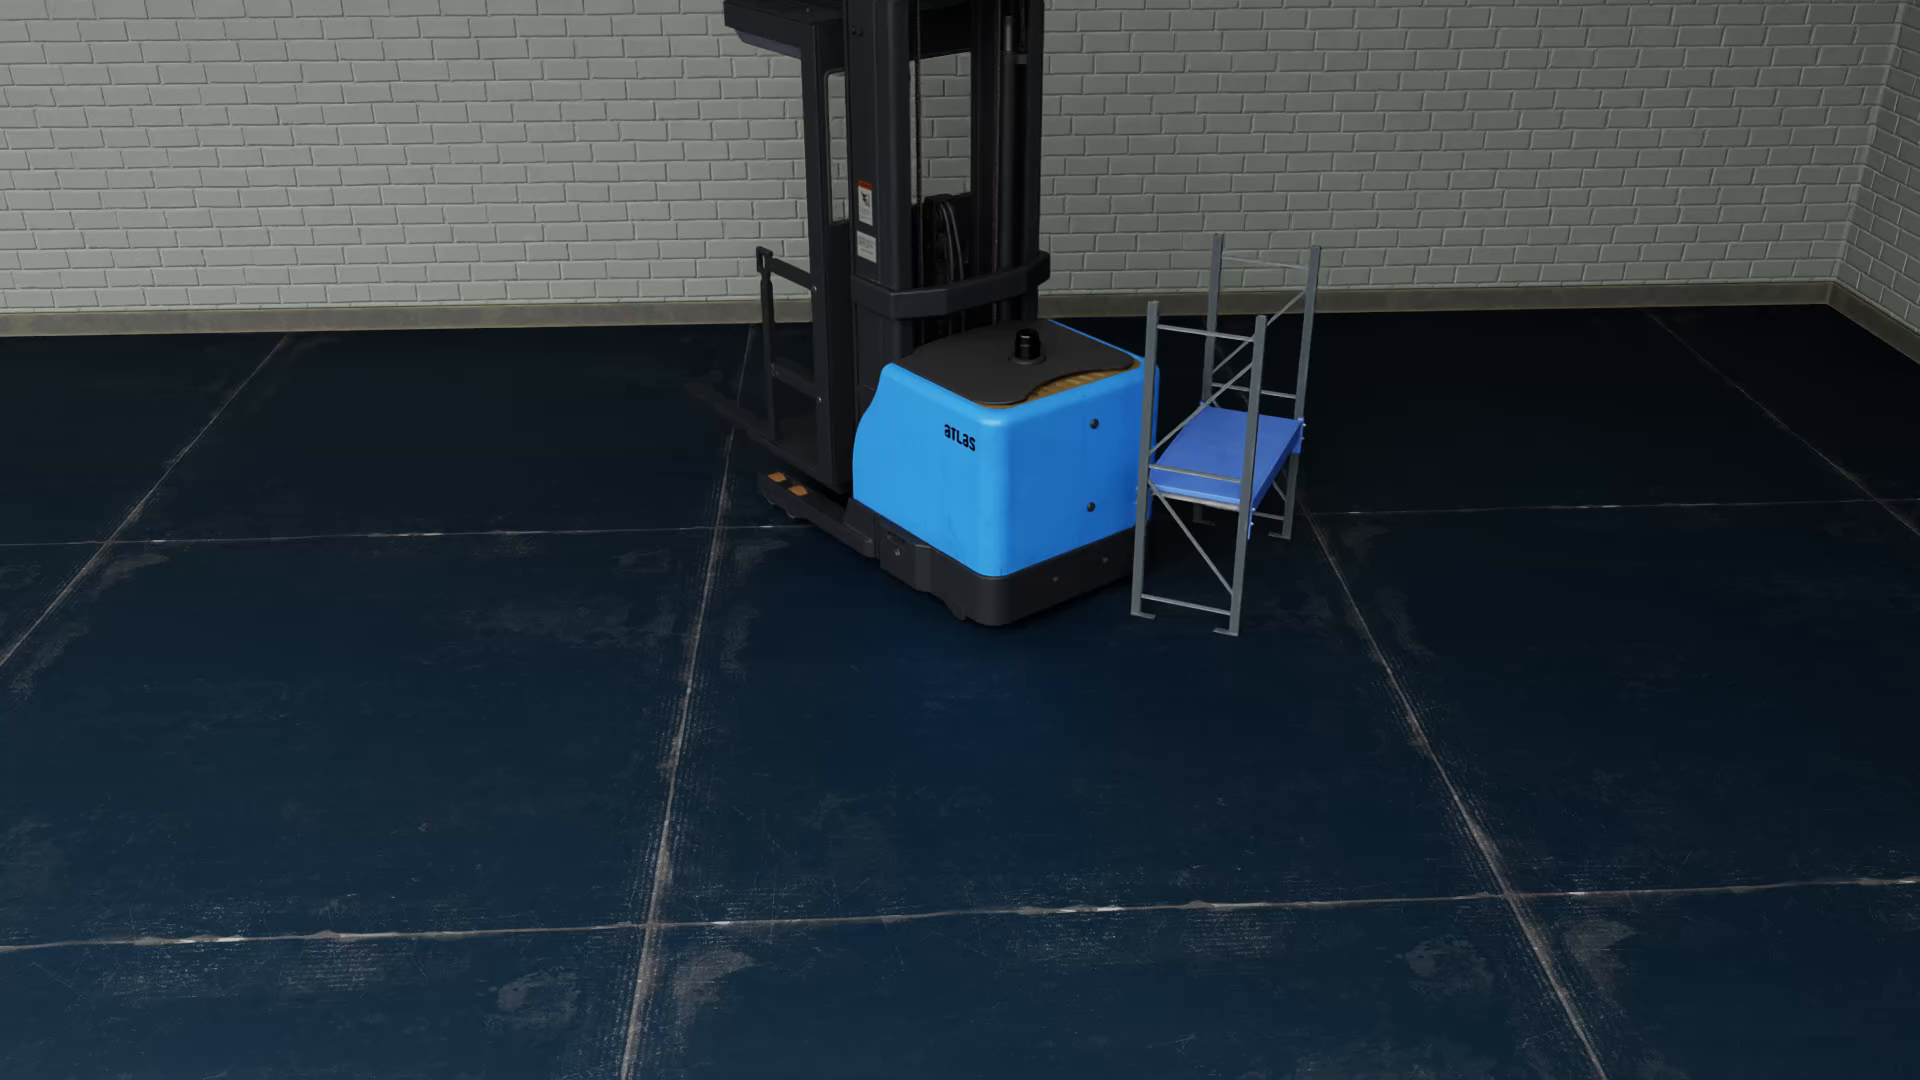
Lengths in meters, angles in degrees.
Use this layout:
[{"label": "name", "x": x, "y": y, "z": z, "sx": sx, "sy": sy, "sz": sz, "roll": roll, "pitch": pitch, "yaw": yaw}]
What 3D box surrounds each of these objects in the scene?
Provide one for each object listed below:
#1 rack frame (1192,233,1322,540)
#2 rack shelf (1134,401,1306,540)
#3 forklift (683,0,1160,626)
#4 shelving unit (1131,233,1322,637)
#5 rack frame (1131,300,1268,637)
[{"label": "rack frame", "x": 1.413, "y": -0.716, "z": 8.002, "sx": 0.500, "sy": 1.500, "sz": 0.032, "roll": 11, "pitch": 30, "yaw": 20}, {"label": "rack shelf", "x": 1.214, "y": -0.341, "z": 7.670, "sx": 0.538, "sy": 0.185, "sz": 1.000, "roll": 11, "pitch": 30, "yaw": 20}, {"label": "forklift", "x": -0.387, "y": -1.536, "z": 8.025, "sx": 1.130, "sy": 2.935, "sz": 3.031, "roll": -20, "pitch": 34, "yaw": -33}, {"label": "shelving unit", "x": 1.214, "y": -0.500, "z": 7.587, "sx": 0.538, "sy": 1.500, "sz": 1.048, "roll": 11, "pitch": 30, "yaw": 20}, {"label": "rack frame", "x": 1.015, "y": -0.284, "z": 7.172, "sx": 0.500, "sy": 1.500, "sz": 0.032, "roll": 11, "pitch": 30, "yaw": 20}]
